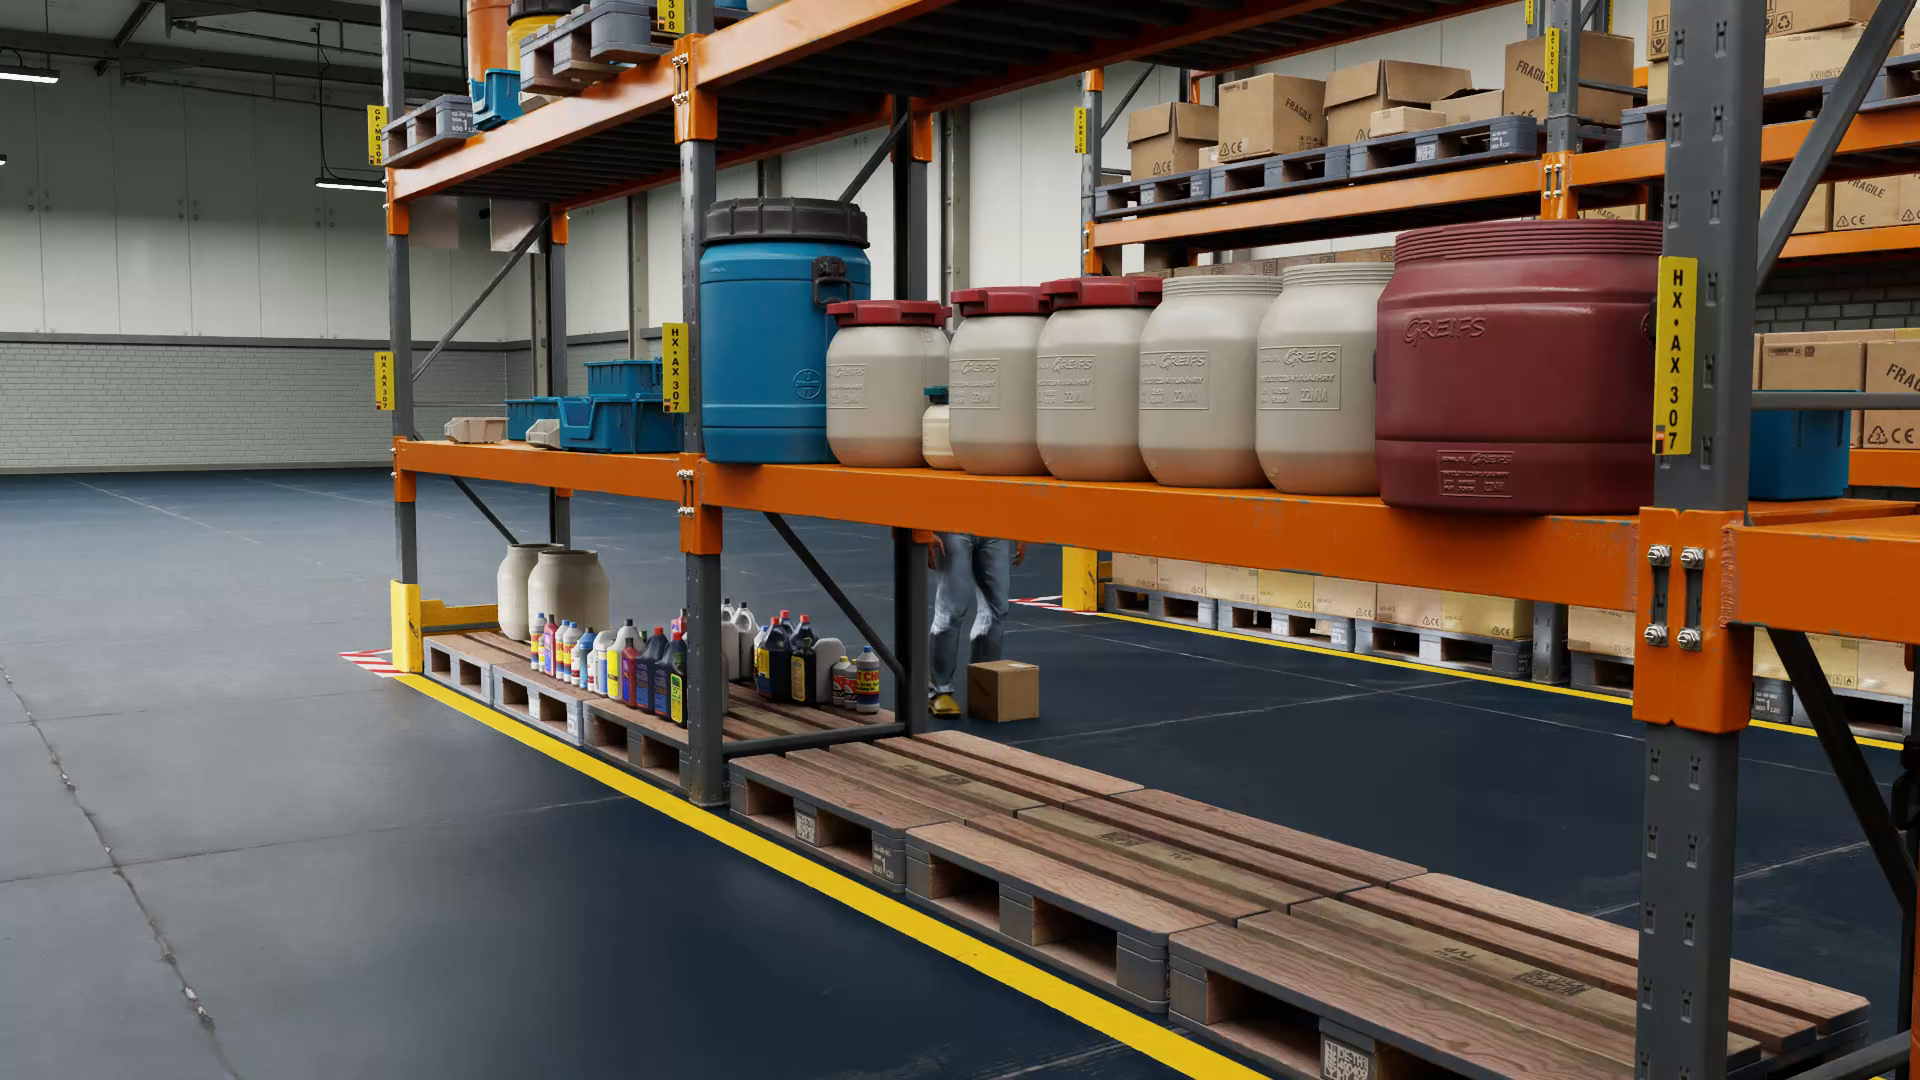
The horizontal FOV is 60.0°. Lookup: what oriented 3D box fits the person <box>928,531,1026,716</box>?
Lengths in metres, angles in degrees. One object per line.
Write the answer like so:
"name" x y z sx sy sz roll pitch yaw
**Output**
"person" 0.064 -0.036 8.166 0.625 1.760 0.459 -3 6 -34
